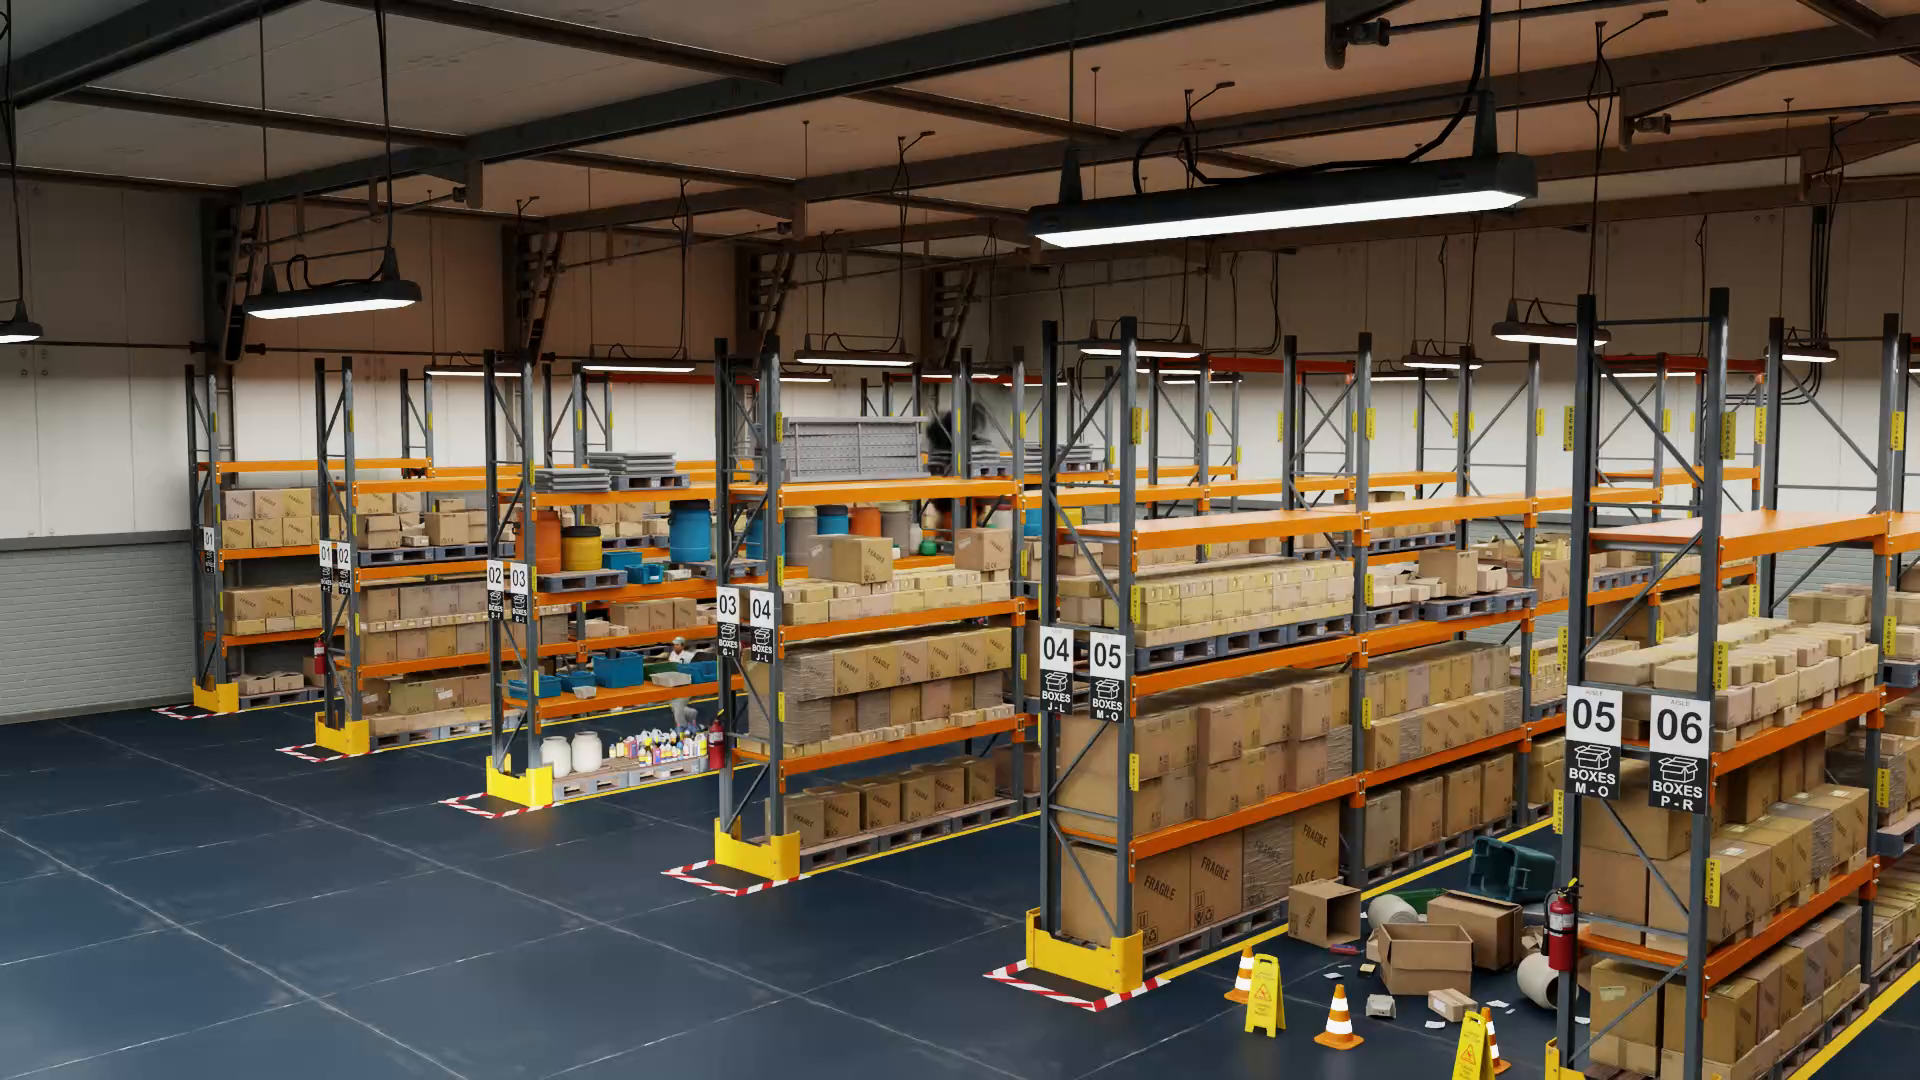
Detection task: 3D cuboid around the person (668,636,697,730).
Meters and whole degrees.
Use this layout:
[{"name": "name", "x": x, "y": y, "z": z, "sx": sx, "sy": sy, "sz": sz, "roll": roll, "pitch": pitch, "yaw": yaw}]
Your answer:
[{"name": "person", "x": -4.393, "y": 2.333, "z": 26.471, "sx": 0.595, "sy": 1.628, "sz": 0.679, "roll": 3, "pitch": 5, "yaw": 32}]

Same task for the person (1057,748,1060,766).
[{"name": "person", "x": 1.435, "y": 2.825, "z": 18.824, "sx": 0.697, "sy": 1.743, "sz": 0.806, "roll": 2, "pitch": 5, "yaw": 28}]
